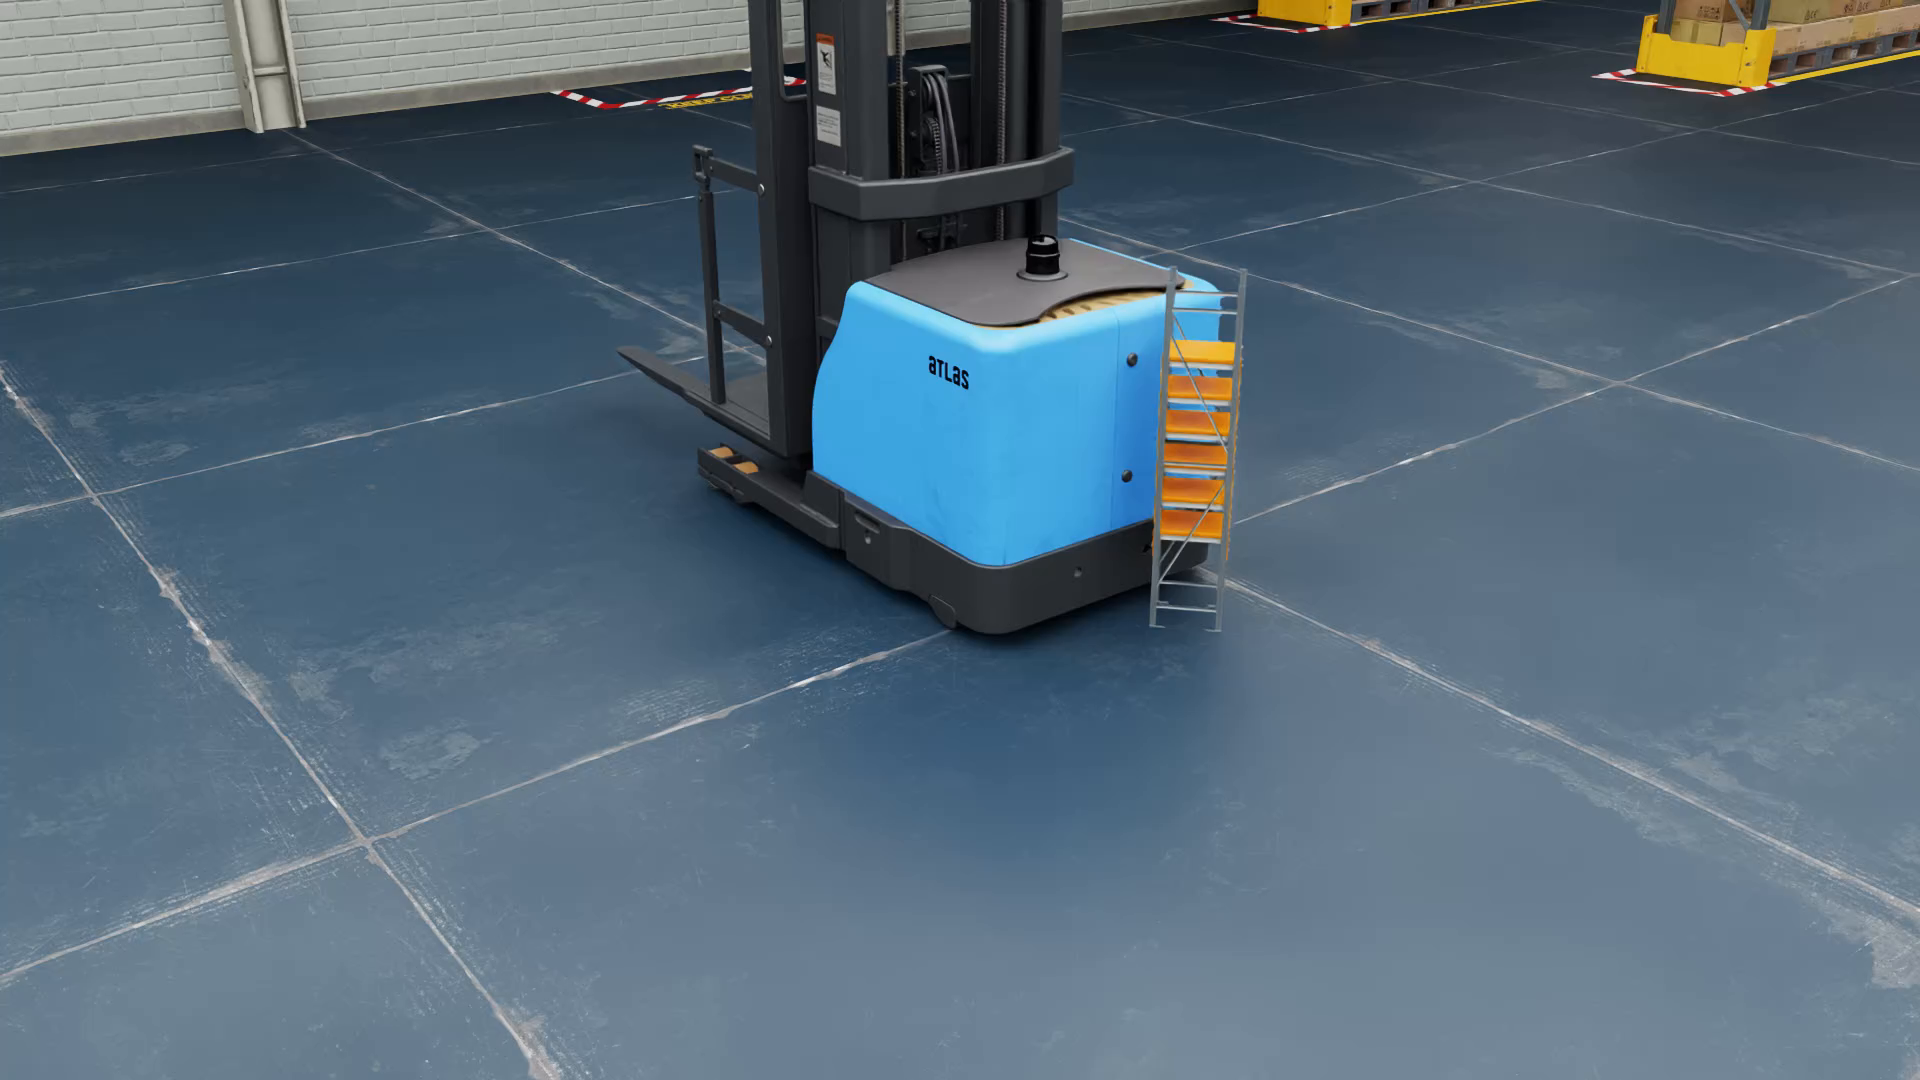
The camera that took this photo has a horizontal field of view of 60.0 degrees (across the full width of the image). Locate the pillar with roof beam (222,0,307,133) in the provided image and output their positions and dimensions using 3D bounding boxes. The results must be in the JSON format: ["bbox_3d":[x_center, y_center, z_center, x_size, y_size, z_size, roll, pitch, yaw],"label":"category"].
[{"bbox_3d":[-2.873,-5.993,8.473,0.400,9.000,9.100,-18,31,-34],"label":"pillar with roof beam"}]

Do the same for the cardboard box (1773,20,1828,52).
[{"bbox_3d":[7.907,-4.846,15.896,0.500,0.250,0.500,-18,31,-34],"label":"cardboard box"}]

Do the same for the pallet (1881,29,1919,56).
[{"bbox_3d":[9.452,-5.288,17.393,1.213,0.211,1.003,-18,31,-34],"label":"pallet"}]

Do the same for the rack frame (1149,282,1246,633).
[{"bbox_3d":[0.755,-0.239,5.339,0.240,1.200,0.006,4,26,9],"label":"rack frame"}]

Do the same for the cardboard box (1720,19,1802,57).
[{"bbox_3d":[7.516,-4.715,15.614,0.500,0.250,0.500,-18,31,-34],"label":"cardboard box"}]

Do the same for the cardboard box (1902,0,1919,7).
[{"bbox_3d":[9.473,-5.710,16.867,0.500,0.500,0.500,-18,31,-34],"label":"cardboard box"}]

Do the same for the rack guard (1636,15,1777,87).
[{"bbox_3d":[6.937,-4.566,15.495,0.348,0.500,1.175,-18,31,-34],"label":"rack guard"}]

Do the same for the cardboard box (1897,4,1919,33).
[{"bbox_3d":[9.474,-5.369,17.023,0.500,0.250,0.500,-18,31,-34],"label":"cardboard box"}]

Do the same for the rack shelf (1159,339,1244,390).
[{"bbox_3d":[0.769,-0.563,5.285,0.258,0.103,0.180,4,26,9],"label":"rack shelf"}]

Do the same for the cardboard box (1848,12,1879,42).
[{"bbox_3d":[8.697,-5.104,16.452,0.500,0.250,0.500,-18,31,-34],"label":"cardboard box"}]

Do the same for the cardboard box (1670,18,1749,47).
[{"bbox_3d":[7.196,-4.887,15.984,0.500,0.250,0.500,-18,31,-34],"label":"cardboard box"}]

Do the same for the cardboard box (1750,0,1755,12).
[{"bbox_3d":[7.973,-5.492,16.398,0.500,0.500,0.500,-18,31,-34],"label":"cardboard box"}]

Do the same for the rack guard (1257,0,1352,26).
[{"bbox_3d":[3.956,-6.232,19.085,0.348,0.500,1.175,-18,31,-34],"label":"rack guard"}]

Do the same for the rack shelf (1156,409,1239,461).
[{"bbox_3d":[0.770,-0.346,5.388,0.258,0.103,0.180,4,26,9],"label":"rack shelf"}]

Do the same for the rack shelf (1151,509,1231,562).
[{"bbox_3d":[0.772,-0.021,5.542,0.258,0.103,0.180,4,26,9],"label":"rack shelf"}]

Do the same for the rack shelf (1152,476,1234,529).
[{"bbox_3d":[0.771,-0.129,5.491,0.258,0.103,0.180,4,26,9],"label":"rack shelf"}]

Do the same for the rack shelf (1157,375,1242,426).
[{"bbox_3d":[0.770,-0.454,5.336,0.258,0.103,0.180,4,26,9],"label":"rack shelf"}]

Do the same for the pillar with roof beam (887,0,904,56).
[{"bbox_3d":[1.849,-7.551,11.831,0.400,9.000,9.100,-18,31,-34],"label":"pillar with roof beam"}]

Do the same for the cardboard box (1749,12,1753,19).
[{"bbox_3d":[7.582,-5.021,16.272,0.500,0.250,0.500,-18,31,-34],"label":"cardboard box"}]

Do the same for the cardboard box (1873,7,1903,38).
[{"bbox_3d":[9.090,-5.234,16.733,0.500,0.250,0.500,-18,31,-34],"label":"cardboard box"}]

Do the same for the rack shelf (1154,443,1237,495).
[{"bbox_3d":[0.771,-0.237,5.439,0.258,0.103,0.180,4,26,9],"label":"rack shelf"}]

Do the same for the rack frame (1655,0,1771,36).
[{"bbox_3d":[6.956,-5.706,14.982,0.127,3.000,1.000,-18,31,-34],"label":"rack frame"}]

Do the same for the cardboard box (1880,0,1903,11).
[{"bbox_3d":[9.082,-5.579,16.584,0.500,0.500,0.500,-18,31,-34],"label":"cardboard box"}]

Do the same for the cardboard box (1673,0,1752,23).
[{"bbox_3d":[7.195,-5.228,15.827,0.500,0.500,0.500,-18,31,-34],"label":"cardboard box"}]

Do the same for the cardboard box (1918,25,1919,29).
[{"bbox_3d":[9.874,-5.496,17.296,0.500,0.250,0.500,-18,31,-34],"label":"cardboard box"}]

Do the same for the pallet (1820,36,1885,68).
[{"bbox_3d":[8.492,-4.969,16.706,1.213,0.211,1.003,-18,31,-34],"label":"pallet"}]

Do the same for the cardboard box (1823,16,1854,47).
[{"bbox_3d":[8.300,-4.976,16.176,0.500,0.250,0.500,-18,31,-34],"label":"cardboard box"}]

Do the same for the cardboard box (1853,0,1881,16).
[{"bbox_3d":[8.698,-5.444,16.294,0.500,0.500,0.500,-18,31,-34],"label":"cardboard box"}]

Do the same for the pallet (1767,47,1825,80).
[{"bbox_3d":[7.532,-4.654,16.027,1.213,0.211,1.003,-18,31,-34],"label":"pallet"}]

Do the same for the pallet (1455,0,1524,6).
[{"bbox_3d":[6.538,-6.934,20.941,1.213,0.211,1.003,-18,31,-34],"label":"pallet"}]

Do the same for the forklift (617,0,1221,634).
[{"bbox_3d":[-0.397,-1.581,6.175,1.130,2.935,3.031,-18,30,-33],"label":"forklift"}]

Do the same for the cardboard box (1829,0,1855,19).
[{"bbox_3d":[8.293,-5.320,16.026,0.500,0.500,0.500,-18,31,-34],"label":"cardboard box"}]

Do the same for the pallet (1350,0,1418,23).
[{"bbox_3d":[4.618,-6.301,19.575,1.213,0.211,1.003,-18,31,-34],"label":"pallet"}]

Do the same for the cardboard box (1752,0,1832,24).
[{"bbox_3d":[7.908,-5.186,15.737,0.500,0.500,0.500,-18,31,-34],"label":"cardboard box"}]

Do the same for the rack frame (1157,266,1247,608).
[{"bbox_3d":[0.786,-0.316,5.502,0.240,1.200,0.006,4,26,9],"label":"rack frame"}]

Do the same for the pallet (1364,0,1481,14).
[{"bbox_3d":[5.577,-6.616,20.254,1.213,0.211,1.003,-18,31,-34],"label":"pallet"}]

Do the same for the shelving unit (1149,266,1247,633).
[{"bbox_3d":[0.771,-0.278,5.420,0.258,1.200,0.189,4,26,9],"label":"shelving unit"}]
